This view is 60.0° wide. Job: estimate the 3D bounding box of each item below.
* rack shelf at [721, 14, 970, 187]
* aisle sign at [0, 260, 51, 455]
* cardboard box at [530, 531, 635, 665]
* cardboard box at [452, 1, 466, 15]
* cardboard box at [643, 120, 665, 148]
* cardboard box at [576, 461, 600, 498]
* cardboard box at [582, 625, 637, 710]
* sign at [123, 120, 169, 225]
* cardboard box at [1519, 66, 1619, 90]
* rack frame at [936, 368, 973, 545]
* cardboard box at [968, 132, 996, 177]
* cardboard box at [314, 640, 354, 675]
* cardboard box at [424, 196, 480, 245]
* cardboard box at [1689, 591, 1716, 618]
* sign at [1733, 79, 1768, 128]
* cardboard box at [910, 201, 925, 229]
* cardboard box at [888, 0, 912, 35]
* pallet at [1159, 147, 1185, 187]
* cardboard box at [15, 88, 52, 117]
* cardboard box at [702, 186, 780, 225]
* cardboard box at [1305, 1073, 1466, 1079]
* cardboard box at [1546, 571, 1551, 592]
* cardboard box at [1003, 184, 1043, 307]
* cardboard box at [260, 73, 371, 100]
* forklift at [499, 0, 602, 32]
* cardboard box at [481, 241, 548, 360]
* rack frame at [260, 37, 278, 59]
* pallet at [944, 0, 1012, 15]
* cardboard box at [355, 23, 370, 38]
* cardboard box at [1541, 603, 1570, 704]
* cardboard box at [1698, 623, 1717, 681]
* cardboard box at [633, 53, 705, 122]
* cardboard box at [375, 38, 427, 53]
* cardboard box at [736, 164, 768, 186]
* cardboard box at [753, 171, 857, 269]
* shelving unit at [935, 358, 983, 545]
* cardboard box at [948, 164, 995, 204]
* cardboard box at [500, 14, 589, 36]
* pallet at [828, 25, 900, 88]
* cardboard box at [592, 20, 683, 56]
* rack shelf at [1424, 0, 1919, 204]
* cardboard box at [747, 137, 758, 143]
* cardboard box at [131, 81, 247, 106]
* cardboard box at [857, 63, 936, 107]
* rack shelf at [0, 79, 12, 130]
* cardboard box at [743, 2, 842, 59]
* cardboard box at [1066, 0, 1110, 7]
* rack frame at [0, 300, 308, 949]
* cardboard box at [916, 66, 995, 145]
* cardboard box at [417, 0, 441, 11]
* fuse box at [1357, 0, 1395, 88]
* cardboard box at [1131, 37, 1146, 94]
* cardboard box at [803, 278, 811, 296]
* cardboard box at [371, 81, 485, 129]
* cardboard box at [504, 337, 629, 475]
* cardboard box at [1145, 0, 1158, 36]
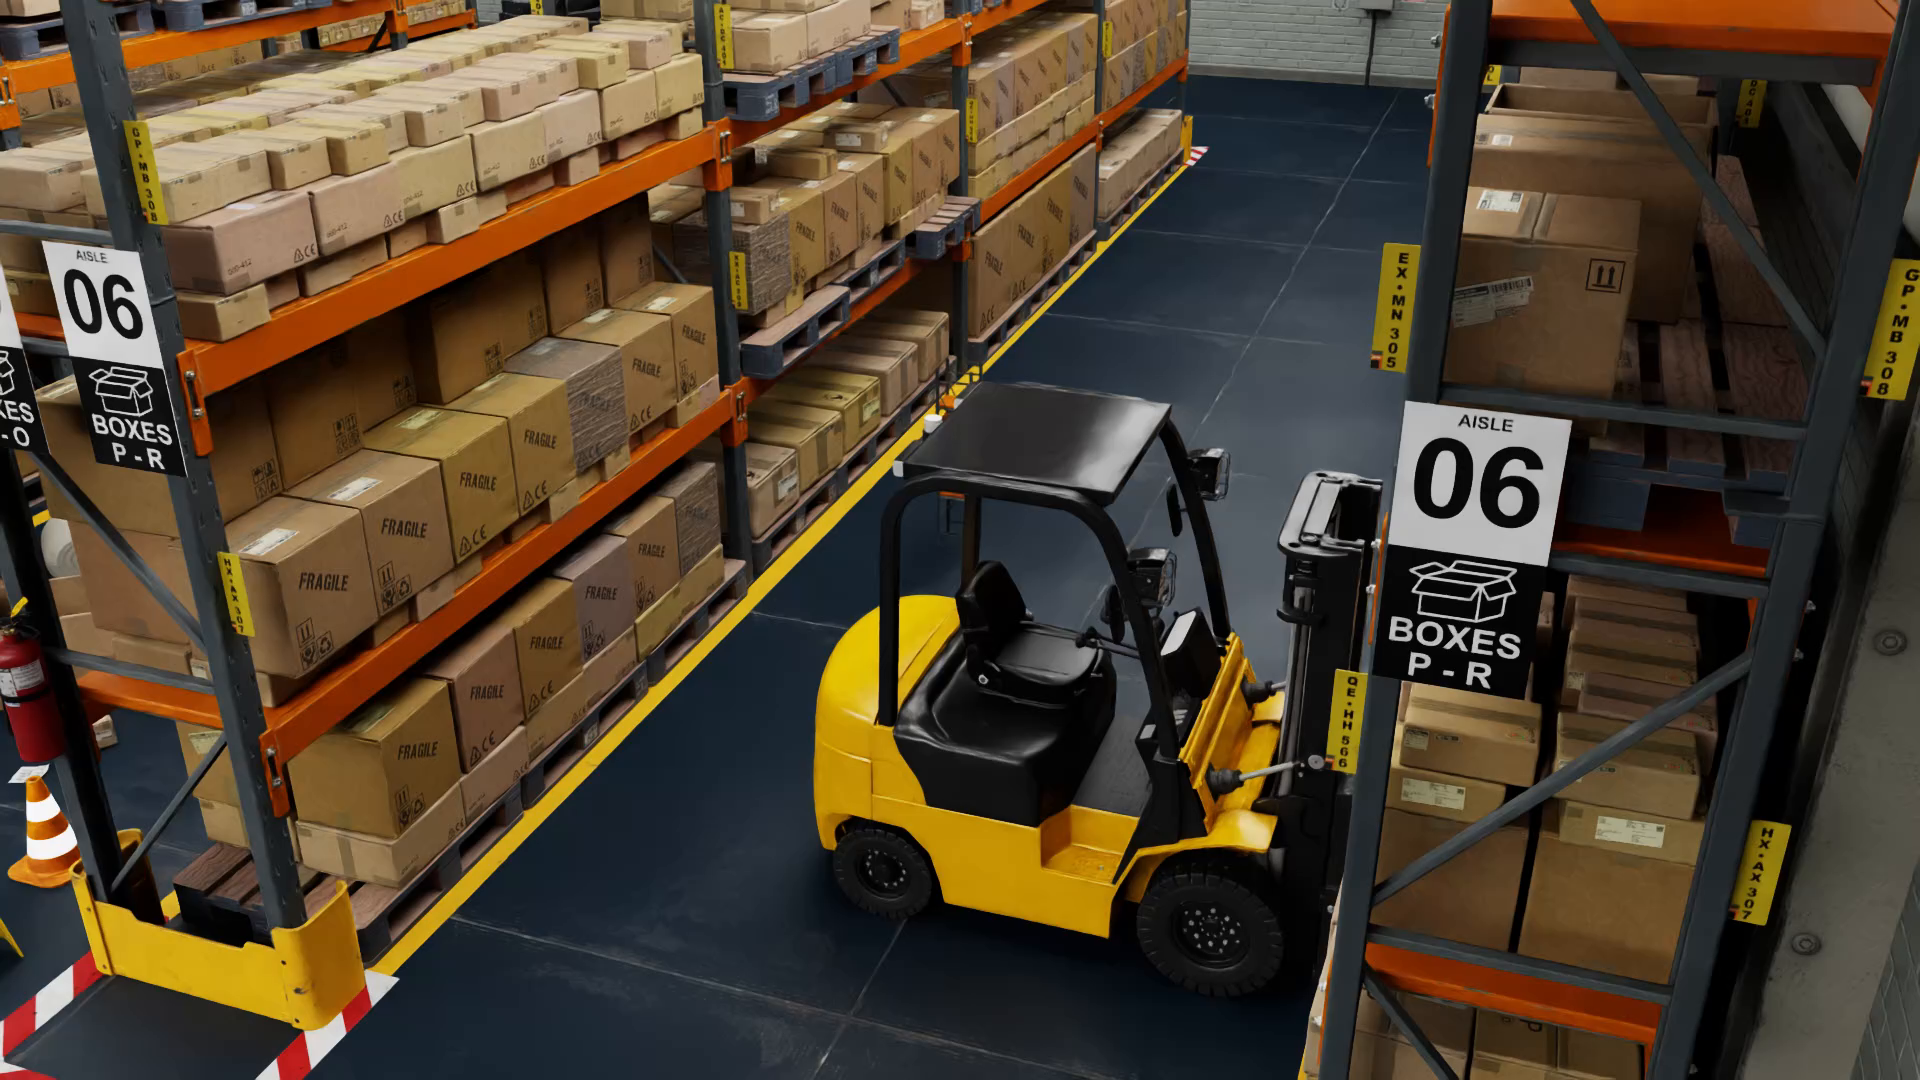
[{"bbox_3d":[-1.093,-2.987,10.861,1.077,0.370,4.000,9,27,17],"label":"rack shelf"},{"bbox_3d":[-3.384,-0.682,5.733,0.394,0.787,0.004,9,27,17],"label":"aisle sign"},{"bbox_3d":[-2.038,0.273,8.557,0.500,0.500,0.500,10,28,20],"label":"cardboard box"},{"bbox_3d":[-6.918,-7.201,22.468,0.380,0.149,0.250,9,27,18],"label":"cardboard box"},{"bbox_3d":[-1.743,-2.111,8.515,0.380,0.149,0.250,9,27,18],"label":"cardboard box"},{"bbox_3d":[-2.026,-0.331,8.280,0.380,0.149,0.250,8,27,17],"label":"cardboard box"},{"bbox_3d":[-2.043,0.620,8.701,0.500,0.250,0.500,9,27,18],"label":"cardboard box"},{"bbox_3d":[-2.578,-1.160,5.259,0.100,0.325,0.005,9,27,17],"label":"sign"},{"bbox_3d":[2.935,-2.298,8.117,0.500,0.311,0.500,8,27,16],"label":"cardboard box"},{"bbox_3d":[-0.035,-0.496,10.399,0.240,1.200,0.006,9,27,17],"label":"rack frame"},{"bbox_3d":[-0.026,-3.113,13.336,0.500,0.250,0.500,9,27,17],"label":"cardboard box"},{"bbox_3d":[-2.711,0.402,6.765,0.380,0.149,0.250,9,27,18],"label":"cardboard box"},{"bbox_3d":[-2.247,-1.353,6.949,0.380,0.149,0.250,9,27,18],"label":"cardboard box"},{"bbox_3d":[2.440,0.127,5.846,0.380,0.149,0.250,8,27,16],"label":"cardboard box"},{"bbox_3d":[3.448,-1.959,7.229,0.100,0.325,0.005,9,27,17],"label":"sign"},{"bbox_3d":[-0.468,-2.357,11.983,0.380,0.149,0.250,7,27,15],"label":"cardboard box"},{"bbox_3d":[-0.752,-3.790,11.579,0.700,0.500,0.500,9,27,17],"label":"cardboard box"},{"bbox_3d":[2.043,-4.475,19.751,1.003,0.211,1.213,9,27,17],"label":"pallet"},{"bbox_3d":[-9.354,-4.425,16.333,0.500,0.500,0.500,10,27,19],"label":"cardboard box"},{"bbox_3d":[-1.268,-1.941,9.635,0.380,0.149,0.250,9,27,17],"label":"cardboard box"},{"bbox_3d":[1.460,1.801,5.688,0.500,0.250,0.500,8,27,17],"label":"cardboard box"},{"bbox_3d":[2.205,0.103,6.980,0.500,0.500,0.500,8,27,17],"label":"cardboard box"},{"bbox_3d":[0.182,-2.653,14.744,0.875,0.875,0.875,9,27,18],"label":"cardboard box"},{"bbox_3d":[-2.777,-1.908,7.180,0.380,0.149,0.250,9,27,19],"label":"cardboard box"},{"bbox_3d":[-3.319,-2.853,13.280,1.130,2.935,3.031,-22,34,-38],"label":"forklift"},{"bbox_3d":[-2.492,-1.210,8.203,0.700,0.500,0.500,8,27,16],"label":"cardboard box"},{"bbox_3d":[-8.441,-5.864,19.419,1.000,3.000,0.127,9,27,17],"label":"rack frame"},{"bbox_3d":[-0.263,-4.320,13.006,1.213,0.211,1.003,10,28,20],"label":"pallet"},{"bbox_3d":[-7.598,-6.357,20.725,0.380,0.149,0.250,9,27,18],"label":"cardboard box"},{"bbox_3d":[2.335,0.590,5.975,0.500,0.500,0.500,8,27,17],"label":"cardboard box"},{"bbox_3d":[2.359,0.377,5.670,0.380,0.149,0.250,9,27,18],"label":"cardboard box"},{"bbox_3d":[-1.652,-2.334,8.518,0.500,0.250,0.500,8,27,17],"label":"cardboard box"},{"bbox_3d":[-7.551,-6.092,21.846,0.875,0.875,0.875,9,27,17],"label":"cardboard box"},{"bbox_3d":[-1.480,-2.145,10.801,0.500,0.500,0.500,10,27,19],"label":"cardboard box"},{"bbox_3d":[-0.988,-2.065,10.635,0.500,0.500,0.500,9,27,17],"label":"cardboard box"},{"bbox_3d":[-0.005,-0.534,10.476,0.258,1.200,0.189,9,27,17],"label":"shelving unit"},{"bbox_3d":[-0.027,-2.880,13.428,0.500,0.250,0.500,8,27,17],"label":"cardboard box"},{"bbox_3d":[-2.171,-2.653,8.718,0.380,0.149,0.250,8,27,17],"label":"cardboard box"},{"bbox_3d":[-1.110,-3.070,10.421,1.213,0.211,1.003,9,27,17],"label":"pallet"},{"bbox_3d":[-1.658,-2.573,8.554,0.380,0.149,0.250,9,27,19],"label":"cardboard box"},{"bbox_3d":[2.258,-1.795,5.416,1.077,0.370,4.000,9,27,17],"label":"rack shelf"},{"bbox_3d":[-2.700,-4.972,20.367,0.380,0.149,0.250,8,27,15],"label":"cardboard box"},{"bbox_3d":[-5.793,-3.142,12.535,0.700,0.500,0.500,8,27,17],"label":"cardboard box"},{"bbox_3d":[-0.502,-3.528,13.333,0.500,0.500,0.500,8,27,16],"label":"cardboard box"},{"bbox_3d":[-7.125,-2.020,8.863,1.077,0.370,4.000,9,27,17],"label":"rack shelf"},{"bbox_3d":[-1.018,-3.001,9.755,0.500,0.250,0.500,8,27,17],"label":"cardboard box"},{"bbox_3d":[1.254,-5.306,16.260,0.380,0.149,0.250,8,27,17],"label":"cardboard box"},{"bbox_3d":[-3.089,0.505,6.266,1.000,3.000,0.127,9,27,17],"label":"rack frame"},{"bbox_3d":[-0.033,-3.445,13.161,0.500,0.500,0.500,8,27,16],"label":"cardboard box"},{"bbox_3d":[-7.191,-7.128,21.861,0.500,0.250,0.500,8,27,17],"label":"cardboard box"},{"bbox_3d":[6.022,-7.447,24.167,0.539,1.711,0.414,9,27,17],"label":"fuse box"},{"bbox_3d":[1.650,-5.036,17.595,0.500,0.500,0.500,9,27,18],"label":"cardboard box"},{"bbox_3d":[-1.163,-1.625,10.471,0.380,0.149,0.250,11,28,21],"label":"cardboard box"},{"bbox_3d":[-2.243,-1.829,7.016,0.380,0.149,0.250,9,27,19],"label":"cardboard box"},{"bbox_3d":[-2.005,-0.673,8.242,0.500,0.500,0.500,10,27,19],"label":"cardboard box"},{"bbox_3d":[1.816,-5.705,17.828,0.500,0.500,0.500,9,27,17],"label":"cardboard box"}]
